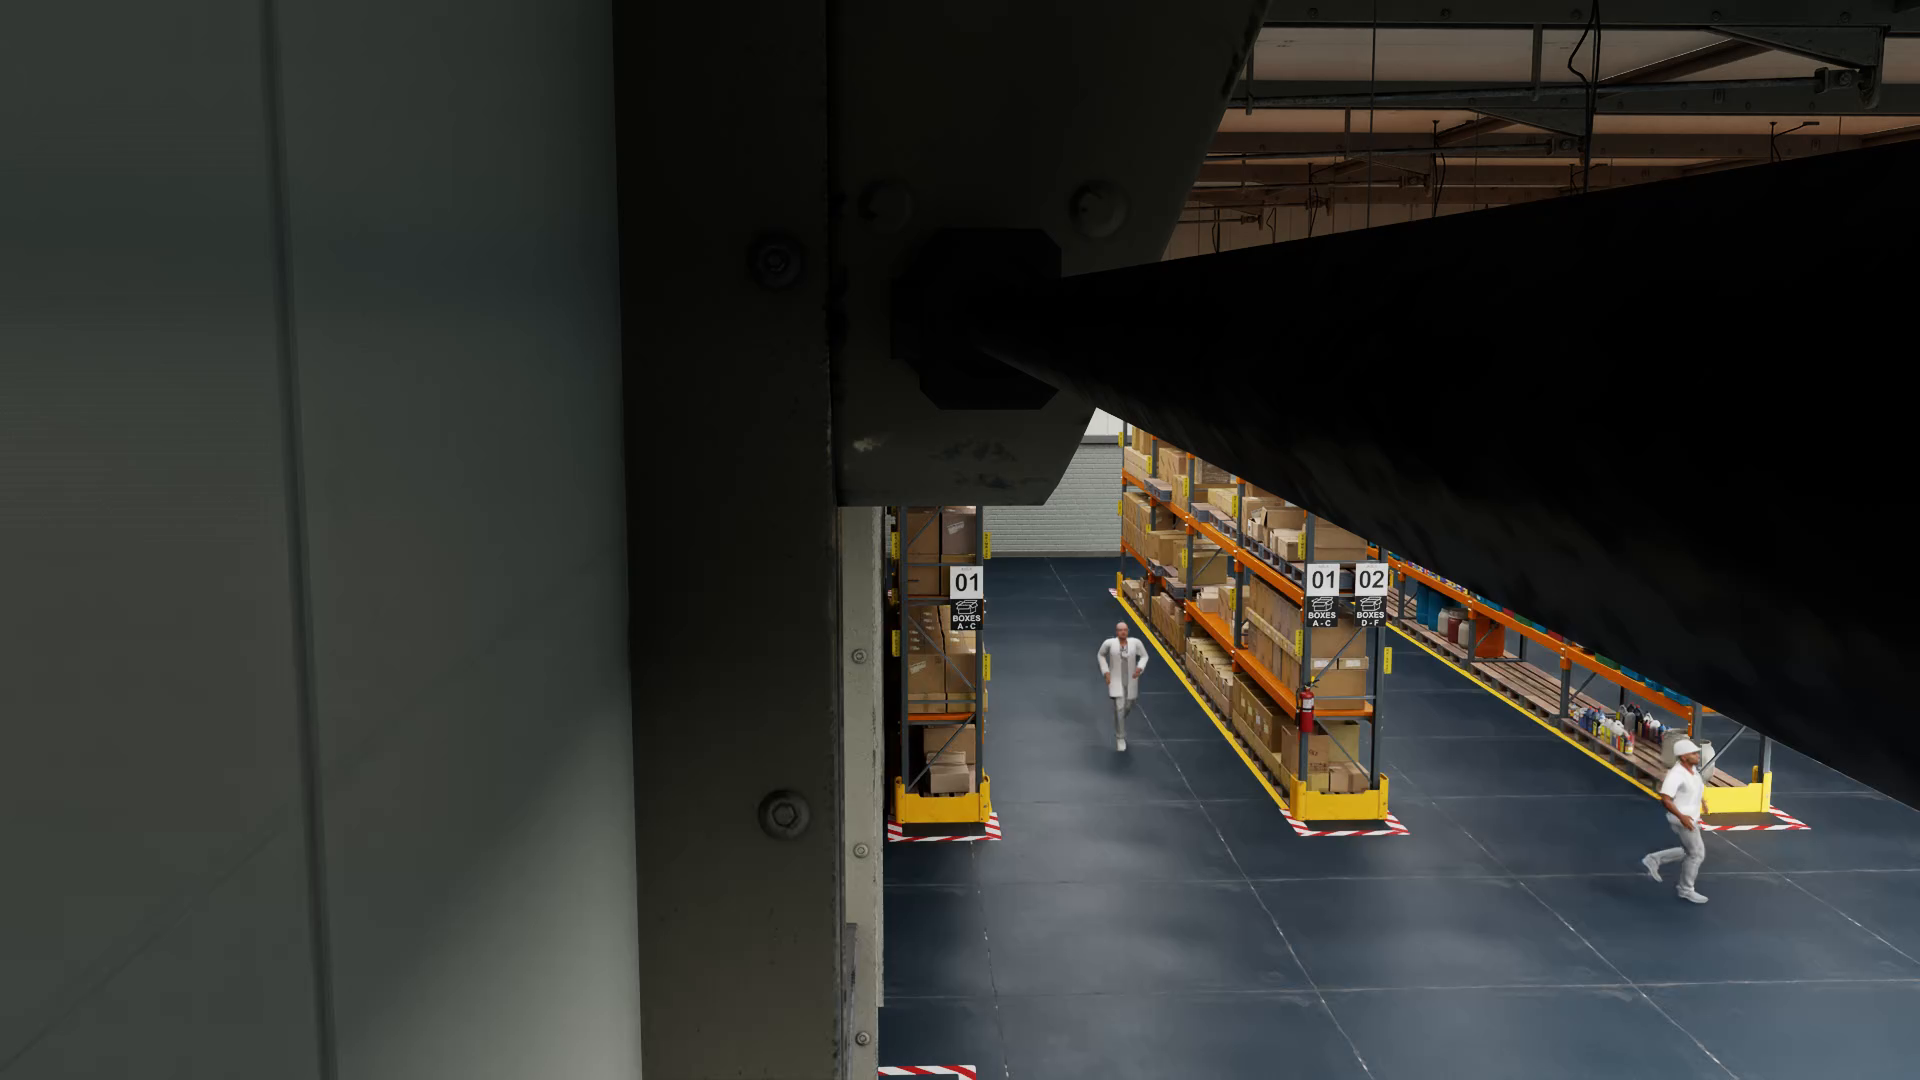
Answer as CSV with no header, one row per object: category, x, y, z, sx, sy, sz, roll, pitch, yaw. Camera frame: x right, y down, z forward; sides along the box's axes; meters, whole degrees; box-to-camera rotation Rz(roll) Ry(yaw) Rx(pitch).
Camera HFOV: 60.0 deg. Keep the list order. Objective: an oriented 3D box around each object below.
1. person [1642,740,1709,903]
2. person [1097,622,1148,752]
person,7.717,2.986,17.854,0.689,1.747,0.692,5,9,32
person,2.353,2.066,24.064,0.729,1.825,0.866,-1,8,-4
